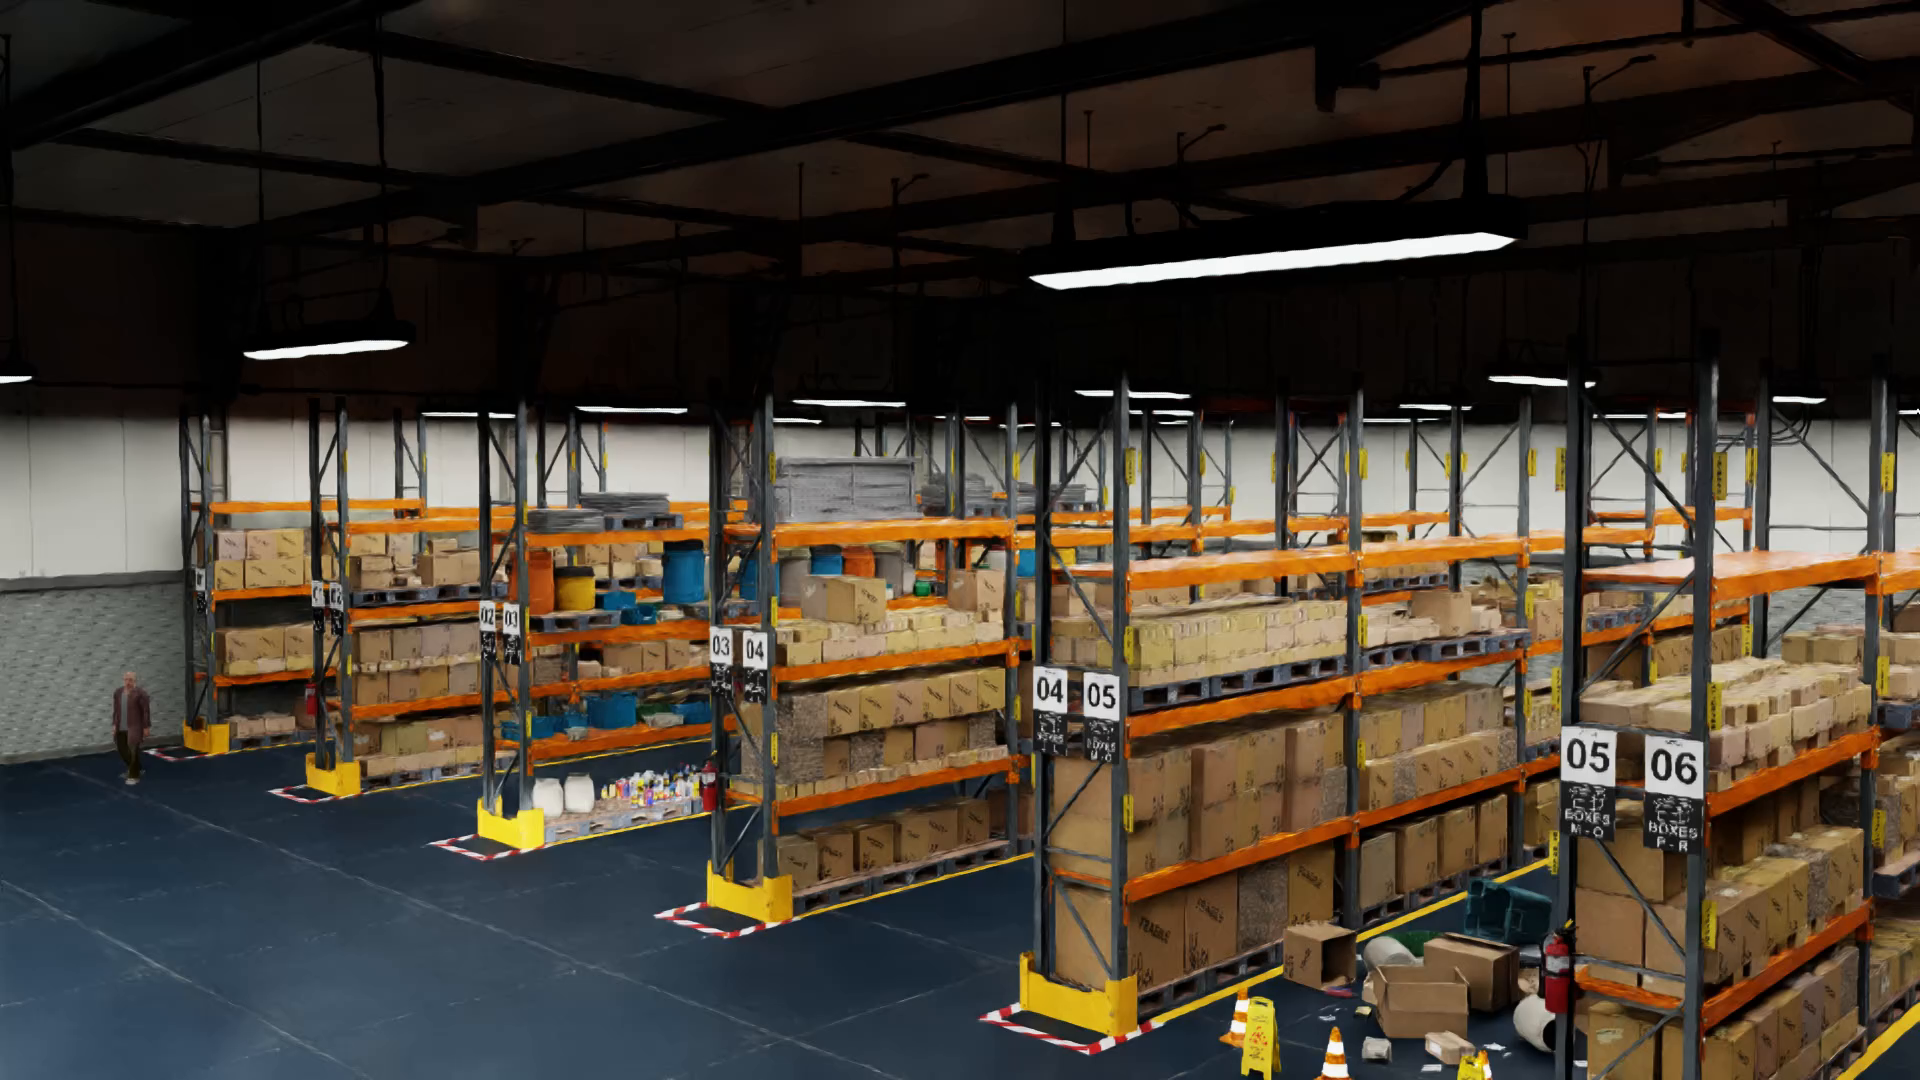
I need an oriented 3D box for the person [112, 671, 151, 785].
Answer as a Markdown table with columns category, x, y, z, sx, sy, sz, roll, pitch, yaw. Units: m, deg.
| category | x | y | z | sx | sy | sz | roll | pitch | yaw |
| --- | --- | --- | --- | --- | --- | --- | --- | --- | --- |
| person | -12.945 | 2.914 | 26.030 | 0.622 | 1.767 | 0.617 | 0 | 3 | 9 |
